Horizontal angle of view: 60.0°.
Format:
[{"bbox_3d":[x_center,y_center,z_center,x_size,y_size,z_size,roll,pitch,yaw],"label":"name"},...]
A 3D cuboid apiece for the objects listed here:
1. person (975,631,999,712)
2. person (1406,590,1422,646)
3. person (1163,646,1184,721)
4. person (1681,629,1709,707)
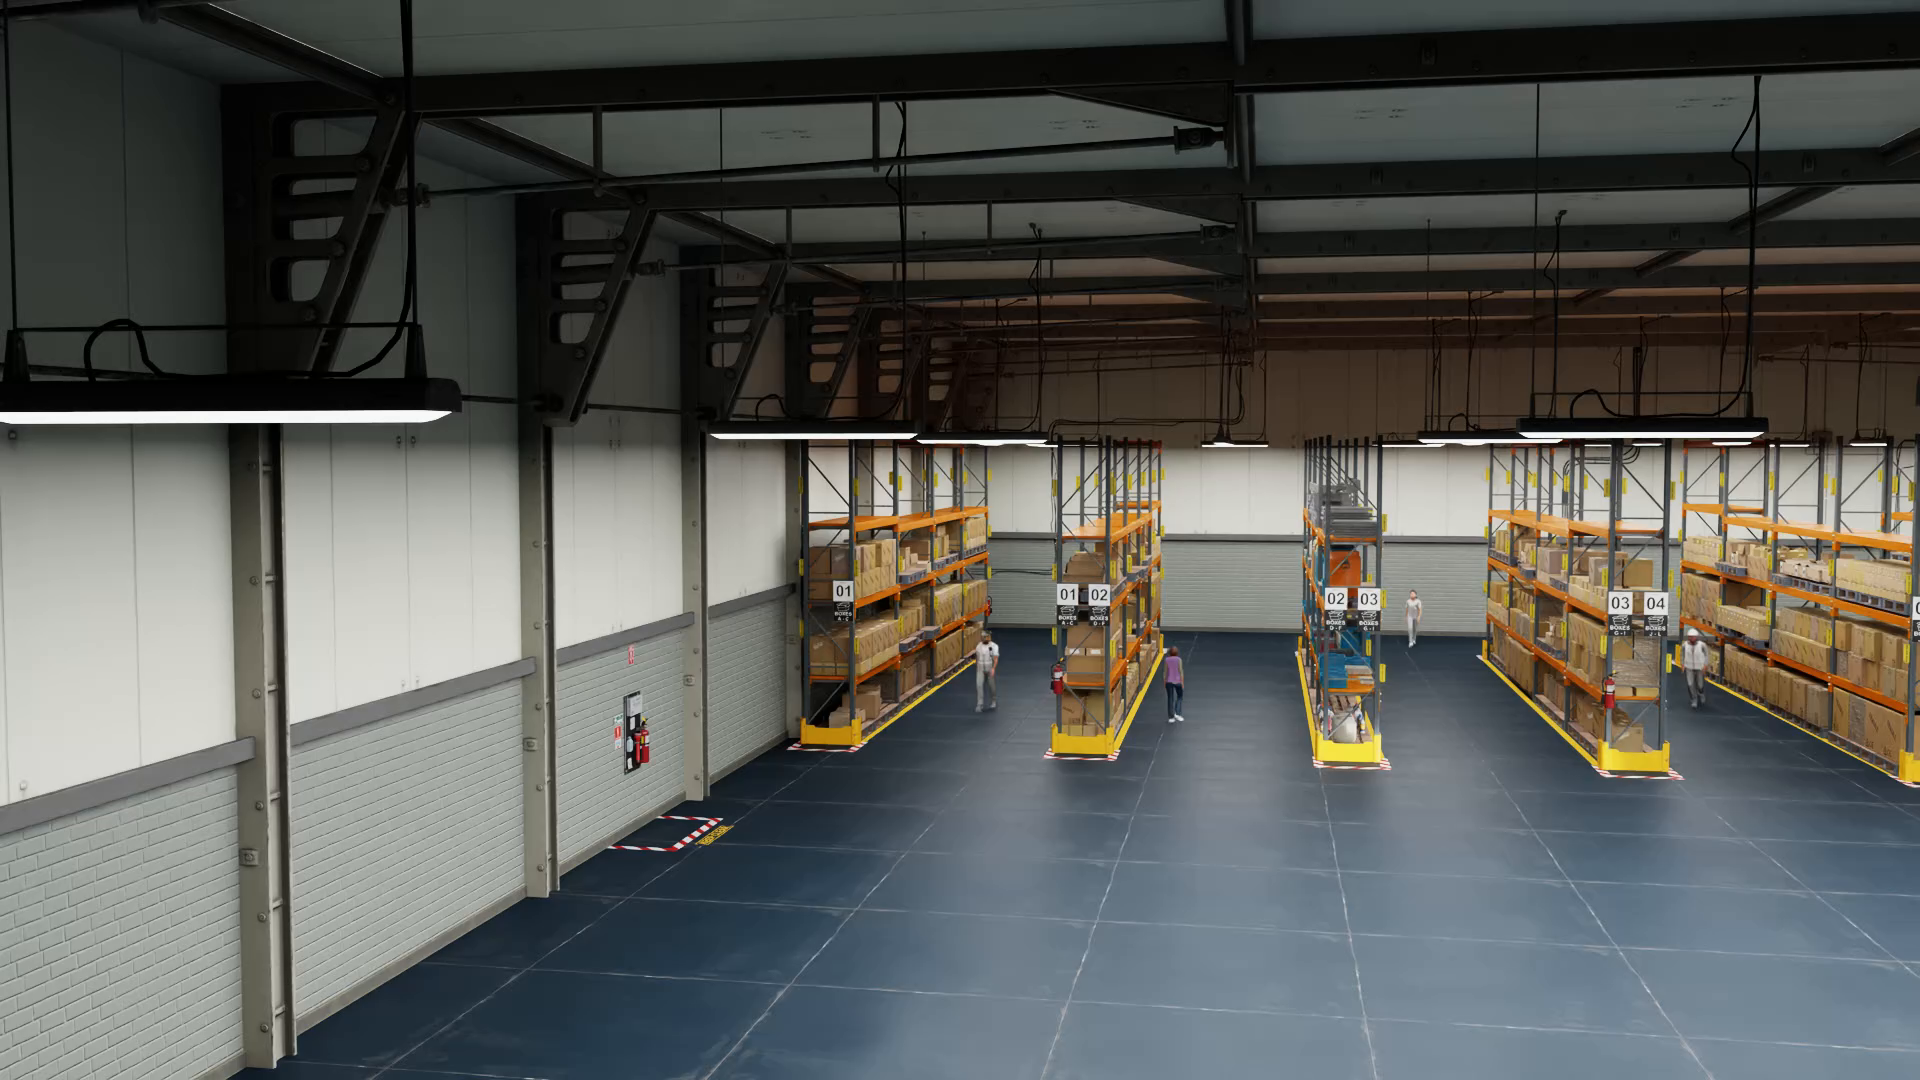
[{"bbox_3d":[0.569,2.866,36.590,0.556,1.745,0.889,1,3,17],"label":"person"},{"bbox_3d":[13.252,2.271,48.491,0.417,1.596,1.068,0,3,5],"label":"person"},{"bbox_3d":[4.488,3.041,34.991,0.458,1.610,0.512,1,3,19],"label":"person"},{"bbox_3d":[16.448,2.844,37.206,0.597,1.747,0.655,2,4,31],"label":"person"}]
